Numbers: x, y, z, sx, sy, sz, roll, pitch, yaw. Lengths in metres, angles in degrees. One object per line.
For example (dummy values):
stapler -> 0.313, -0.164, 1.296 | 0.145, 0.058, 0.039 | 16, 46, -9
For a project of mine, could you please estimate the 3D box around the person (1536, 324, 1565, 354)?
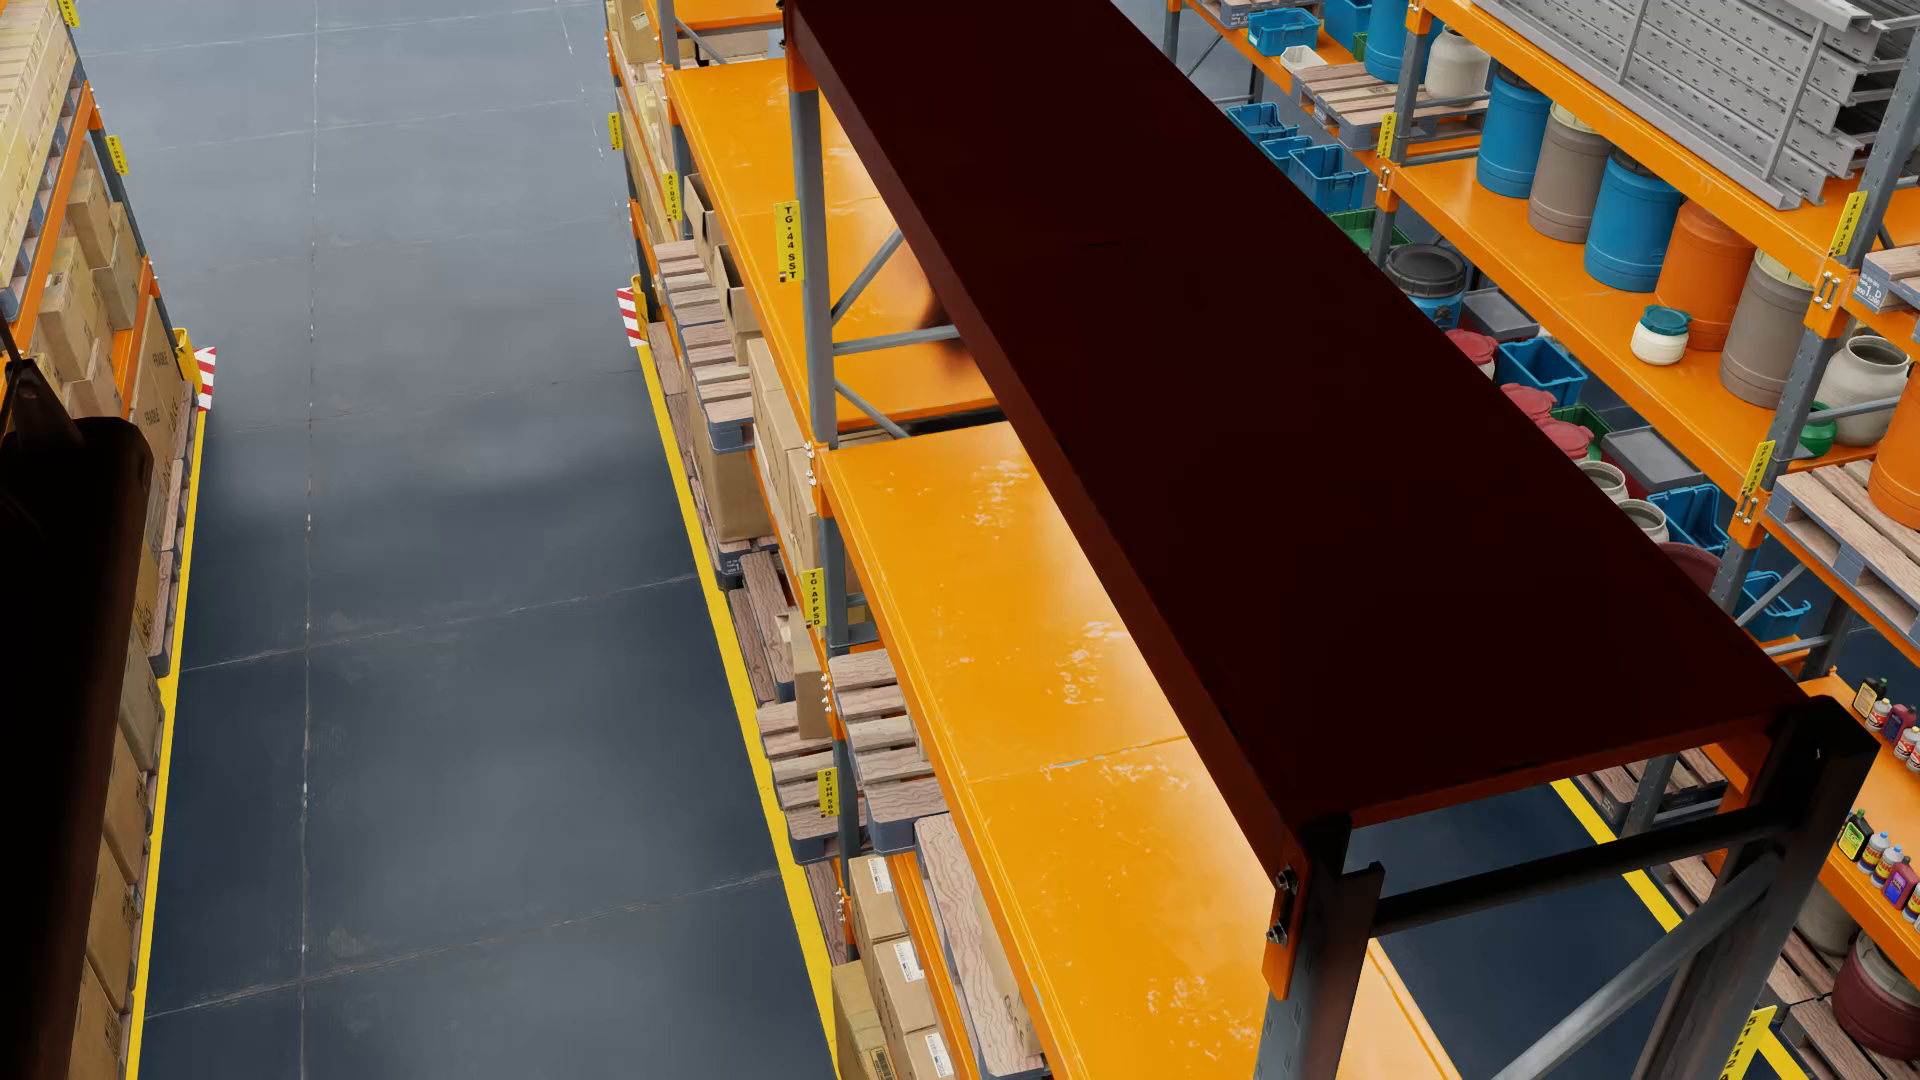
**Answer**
person -> 4.773, -1.708, 13.554 | 0.729, 1.742, 1.008 | -12, 40, -14
